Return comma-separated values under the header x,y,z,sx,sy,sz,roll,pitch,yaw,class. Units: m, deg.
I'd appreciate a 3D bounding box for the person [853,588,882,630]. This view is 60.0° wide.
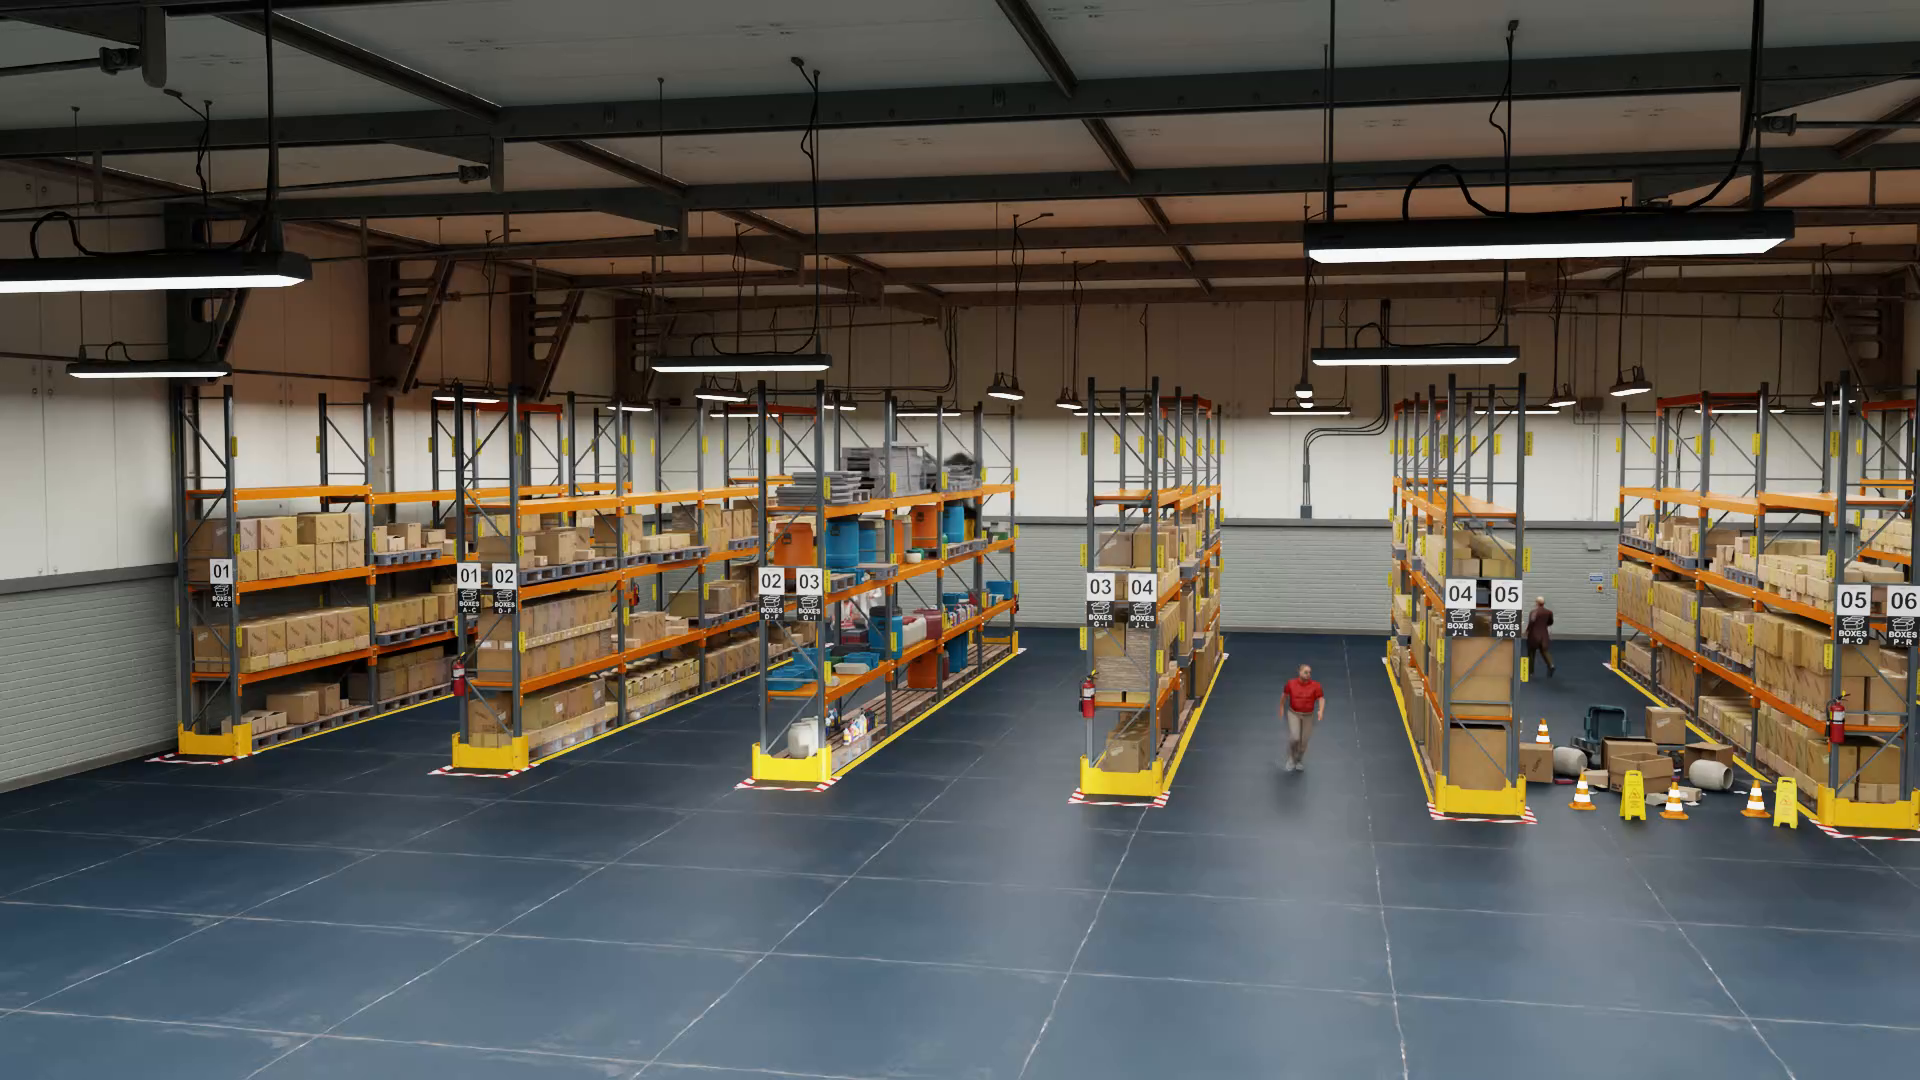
x,y,z,sx,sy,sz,roll,pitch,yaw,class
-2.347,1.851,42.174,0.732,1.615,0.952,0,3,-8,person

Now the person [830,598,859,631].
x,y,z,sx,sy,sz,roll,pitch,yaw,class
-2.601,2.012,37.456,0.647,1.782,0.699,0,3,-1,person

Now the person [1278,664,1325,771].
x,y,z,sx,sy,sz,roll,pitch,yaw,class
5.261,2.724,25.478,0.629,1.678,0.828,0,3,0,person

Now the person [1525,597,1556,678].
x,y,z,sx,sy,sz,roll,pitch,yaw,class
12.475,2.089,35.791,0.690,1.752,1.063,0,3,-8,person
